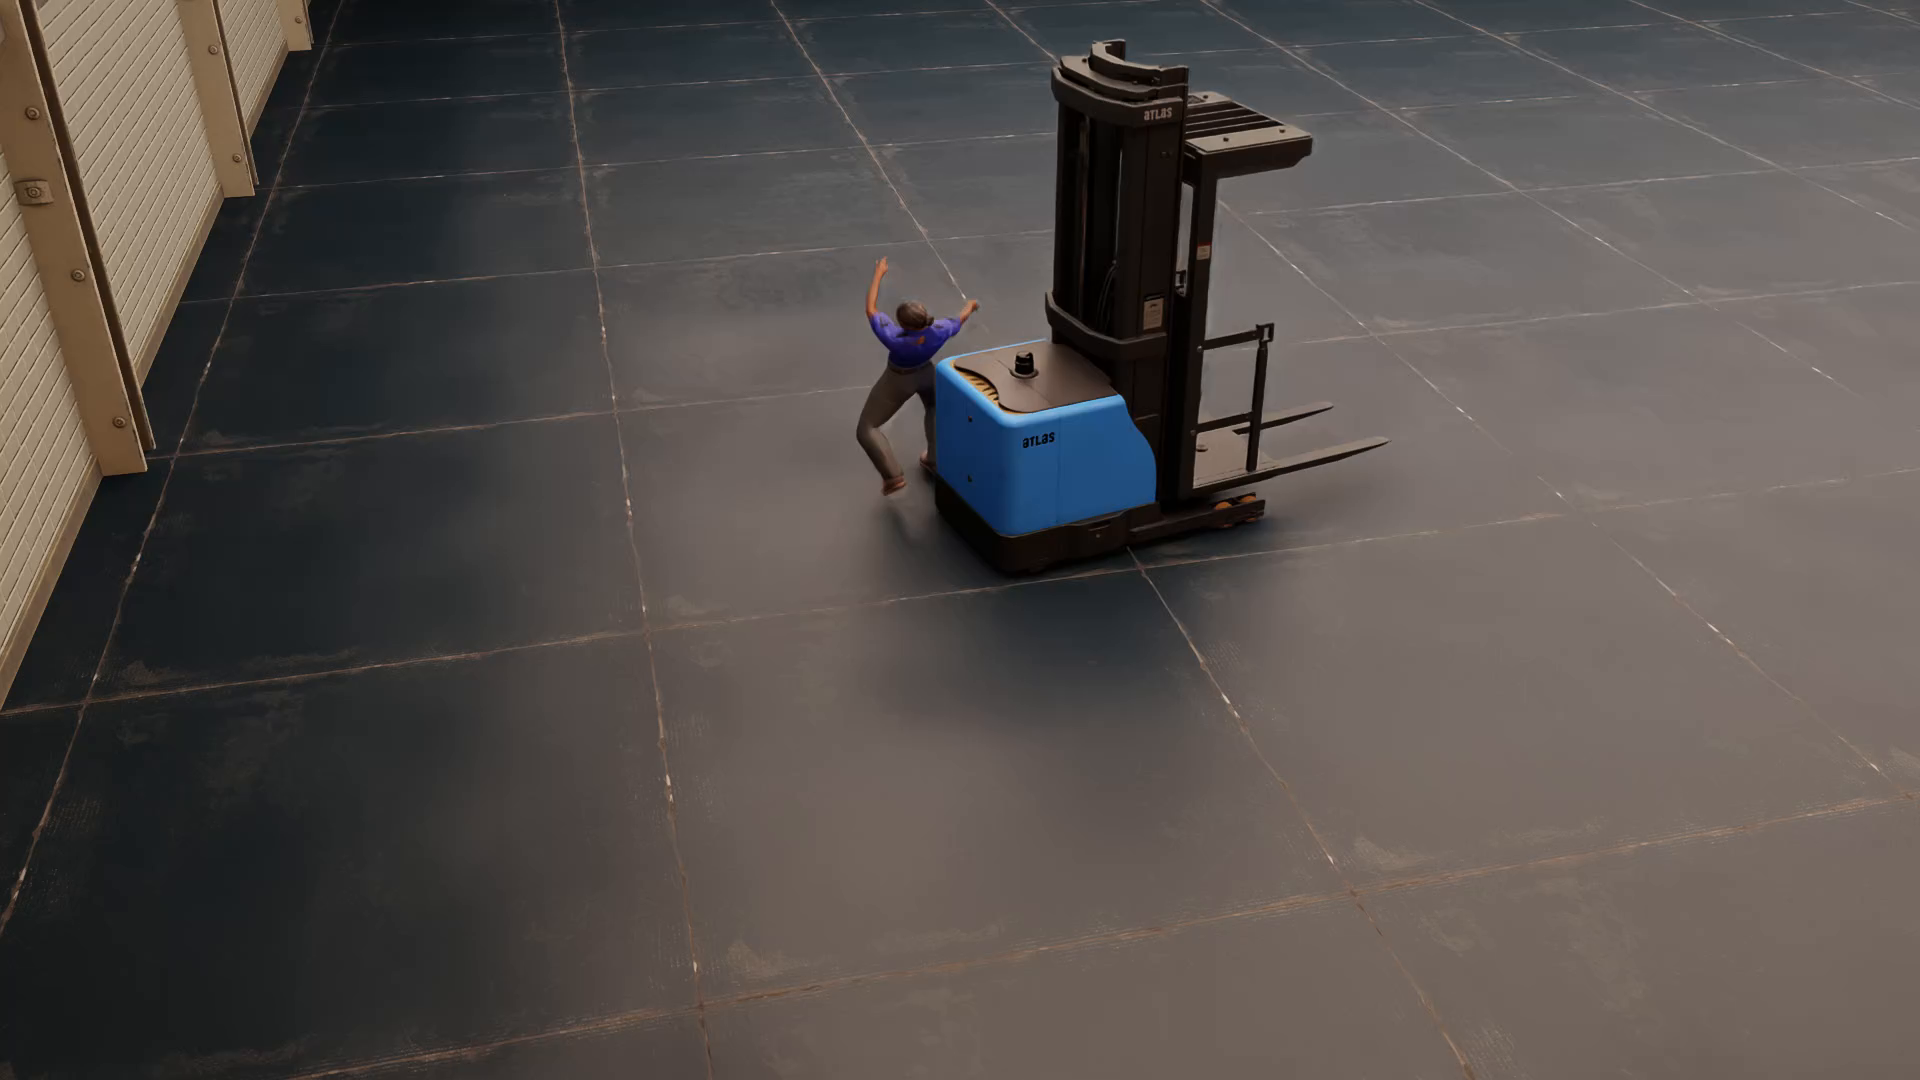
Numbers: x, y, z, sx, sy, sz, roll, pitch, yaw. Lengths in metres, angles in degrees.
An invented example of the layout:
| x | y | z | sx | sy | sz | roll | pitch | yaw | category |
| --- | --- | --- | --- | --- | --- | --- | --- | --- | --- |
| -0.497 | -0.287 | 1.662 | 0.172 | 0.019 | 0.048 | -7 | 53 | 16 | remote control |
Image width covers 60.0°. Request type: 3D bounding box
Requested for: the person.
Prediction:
| x | y | z | sx | sy | sz | roll | pitch | yaw | category |
| --- | --- | --- | --- | --- | --- | --- | --- | --- | --- |
| -0.209 | -1.102 | 10.888 | 1.014 | 1.459 | 0.673 | -21 | 36 | -31 | person |

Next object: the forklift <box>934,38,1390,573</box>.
| x | y | z | sx | sy | sz | roll | pitch | yaw | category |
| --- | --- | --- | --- | --- | --- | --- | --- | --- | --- |
| 1.392 | -1.566 | 10.279 | 3.031 | 2.935 | 1.130 | -14 | 33 | -22 | forklift |
